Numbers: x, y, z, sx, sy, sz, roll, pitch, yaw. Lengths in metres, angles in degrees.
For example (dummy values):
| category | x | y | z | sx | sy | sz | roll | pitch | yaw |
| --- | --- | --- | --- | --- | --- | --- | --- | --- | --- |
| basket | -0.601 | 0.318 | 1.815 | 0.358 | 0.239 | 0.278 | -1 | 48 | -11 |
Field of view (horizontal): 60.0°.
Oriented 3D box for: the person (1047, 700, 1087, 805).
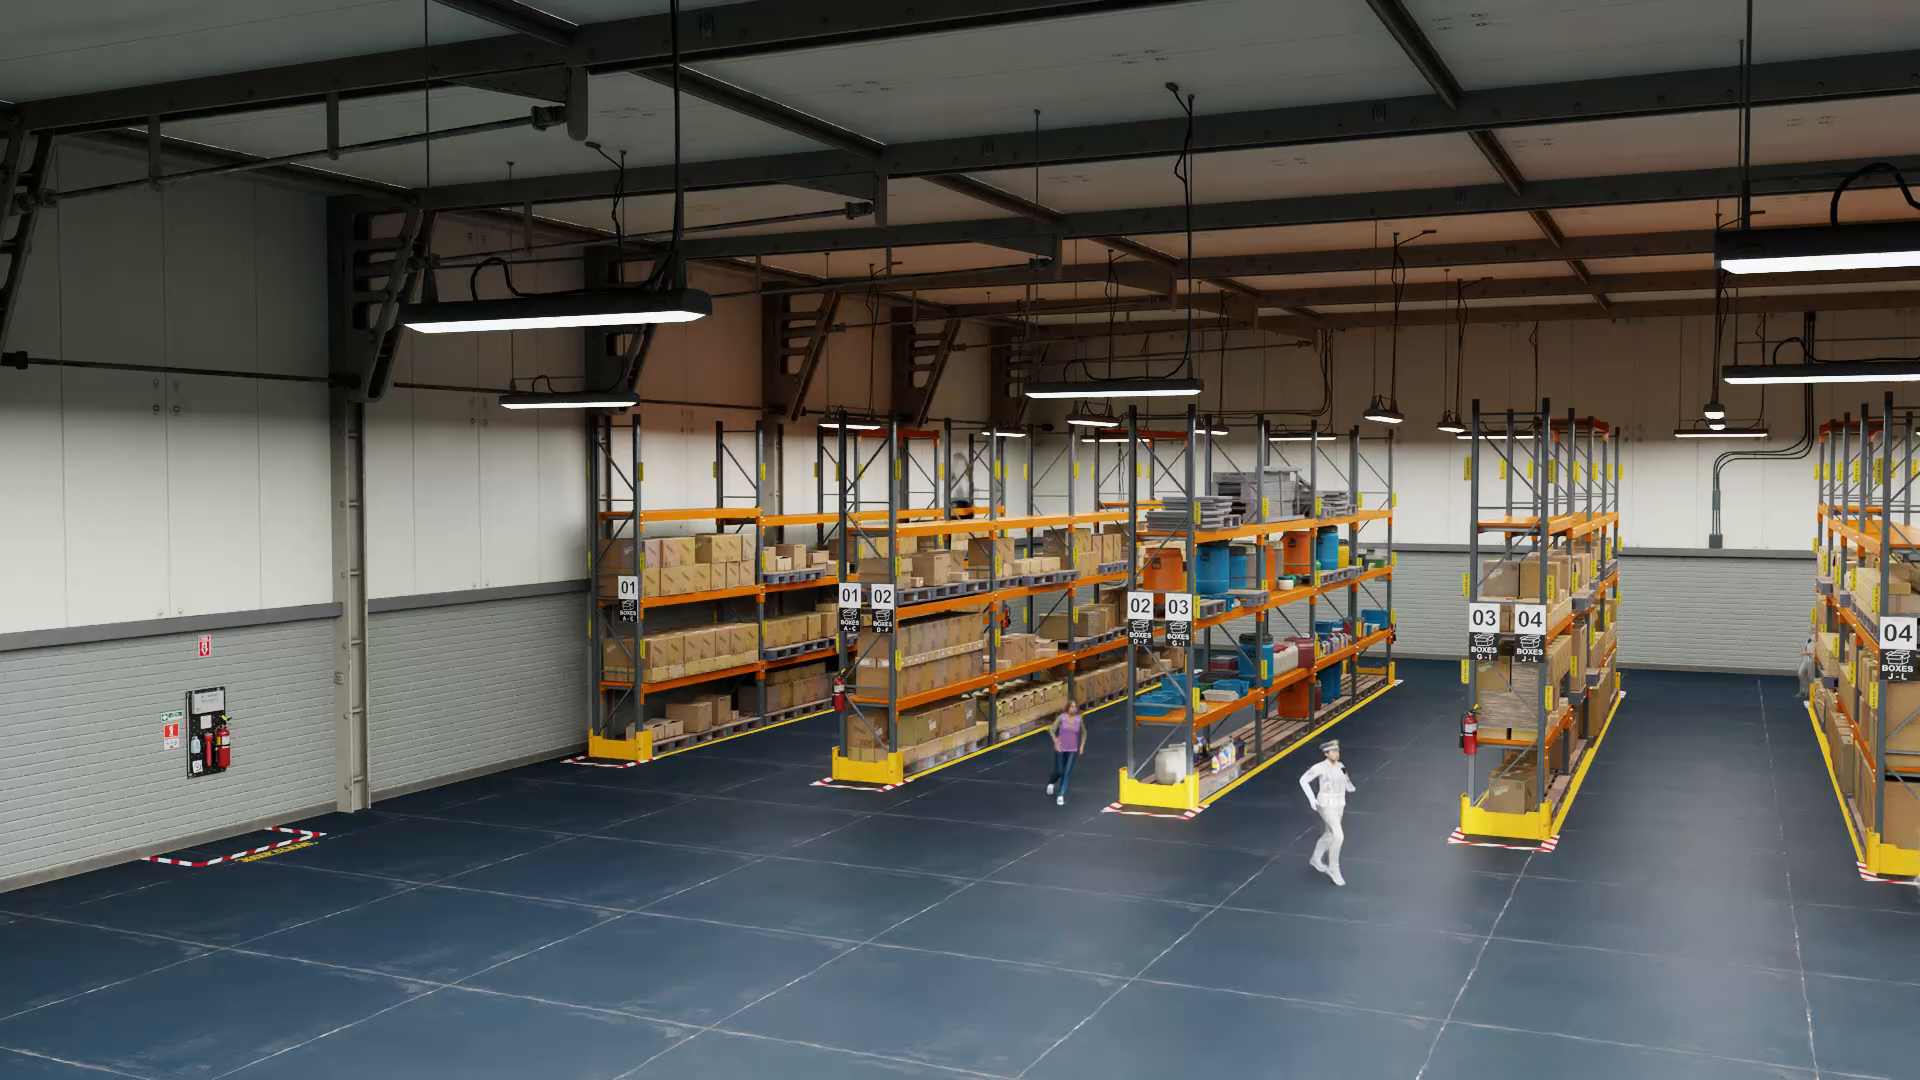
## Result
| category | x | y | z | sx | sy | sz | roll | pitch | yaw |
| --- | --- | --- | --- | --- | --- | --- | --- | --- | --- |
| person | 1.641 | 3.191 | 25.223 | 0.577 | 1.558 | 0.594 | 0 | 2 | -7 |

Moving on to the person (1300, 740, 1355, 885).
| category | x | y | z | sx | sy | sz | roll | pitch | yaw |
| --- | --- | --- | --- | --- | --- | --- | --- | --- | --- |
| person | 4.548 | 3.317 | 20.411 | 0.583 | 1.753 | 0.745 | -2 | 3 | -36 |

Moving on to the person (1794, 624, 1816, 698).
| category | x | y | z | sx | sy | sz | roll | pitch | yaw |
| --- | --- | --- | --- | --- | --- | --- | --- | --- | --- |
| person | 18.743 | 2.666 | 36.507 | 0.628 | 1.775 | 0.806 | 1 | 2 | 14 |
